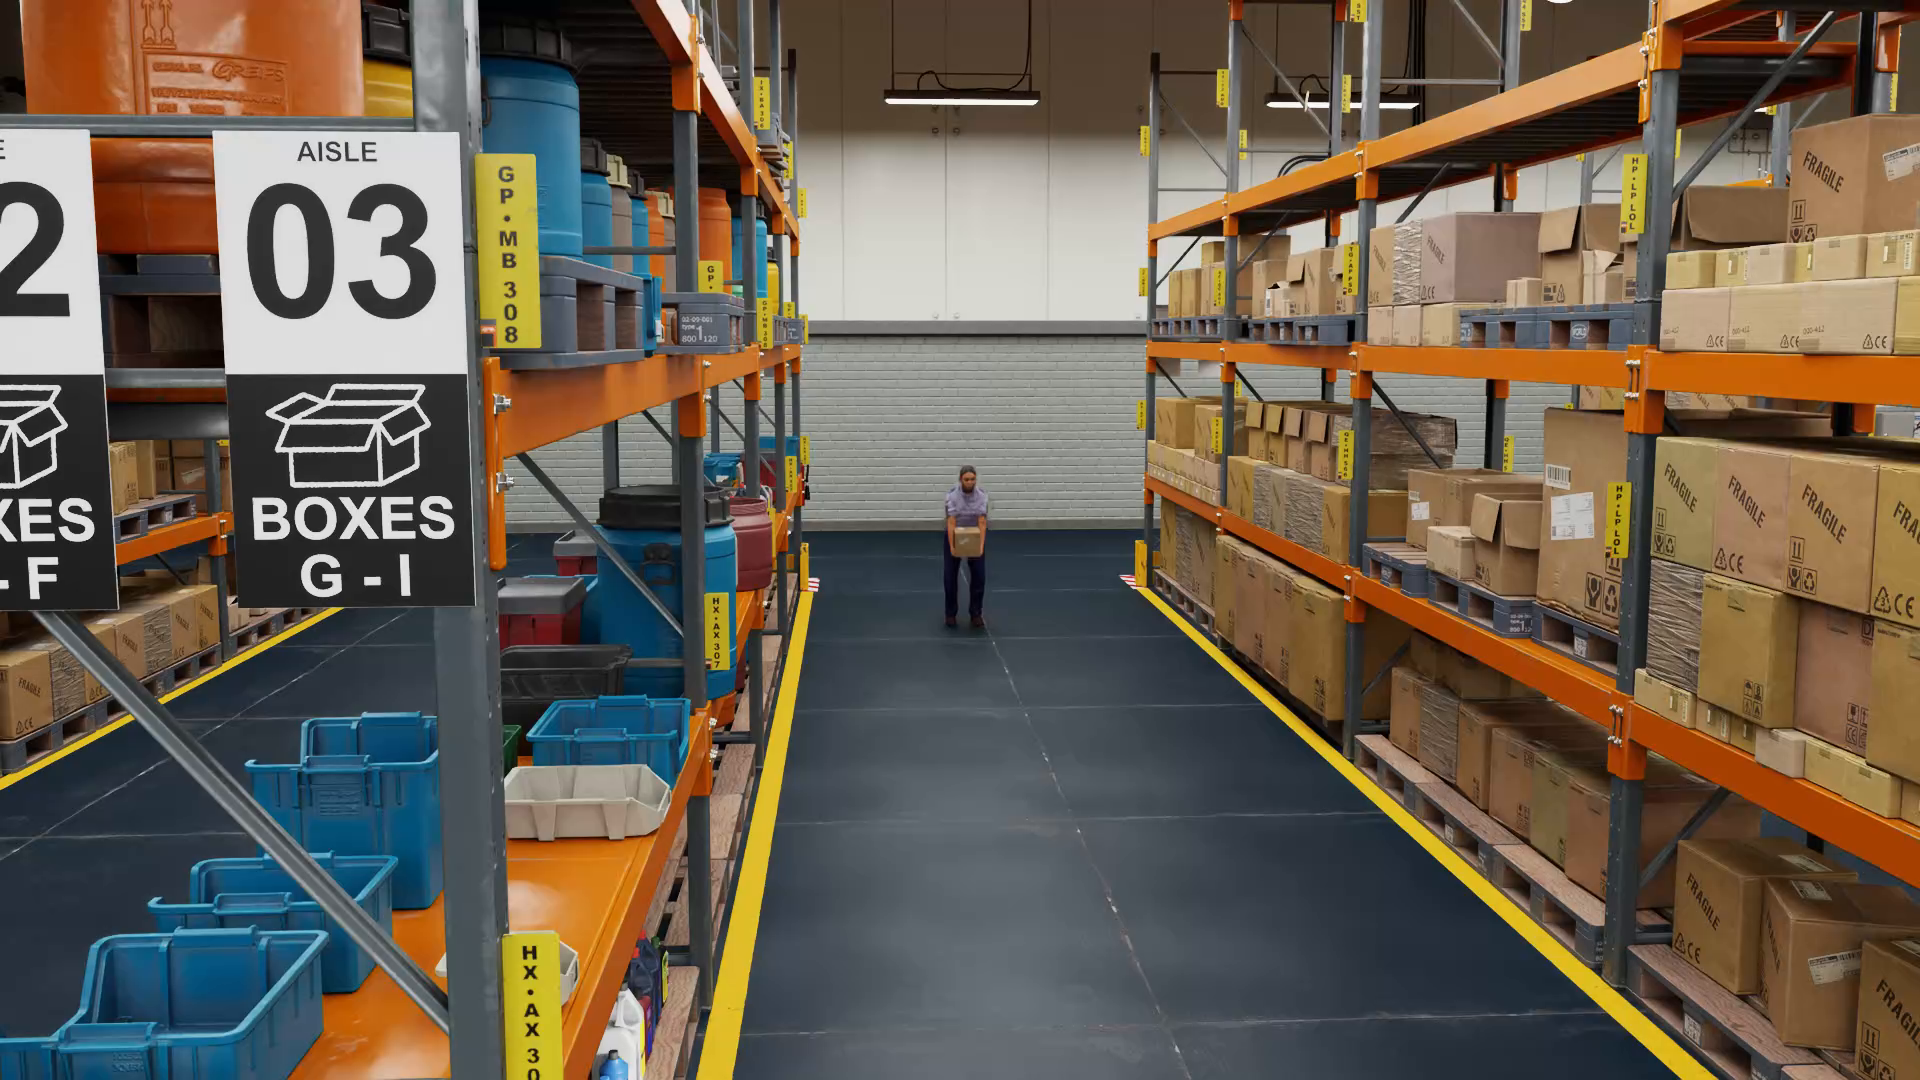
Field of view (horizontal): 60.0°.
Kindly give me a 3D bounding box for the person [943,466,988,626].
[{"bbox_3d":[0.056,0.051,16.596,0.441,1.609,0.571,-1,7,-5],"label":"person"}]
